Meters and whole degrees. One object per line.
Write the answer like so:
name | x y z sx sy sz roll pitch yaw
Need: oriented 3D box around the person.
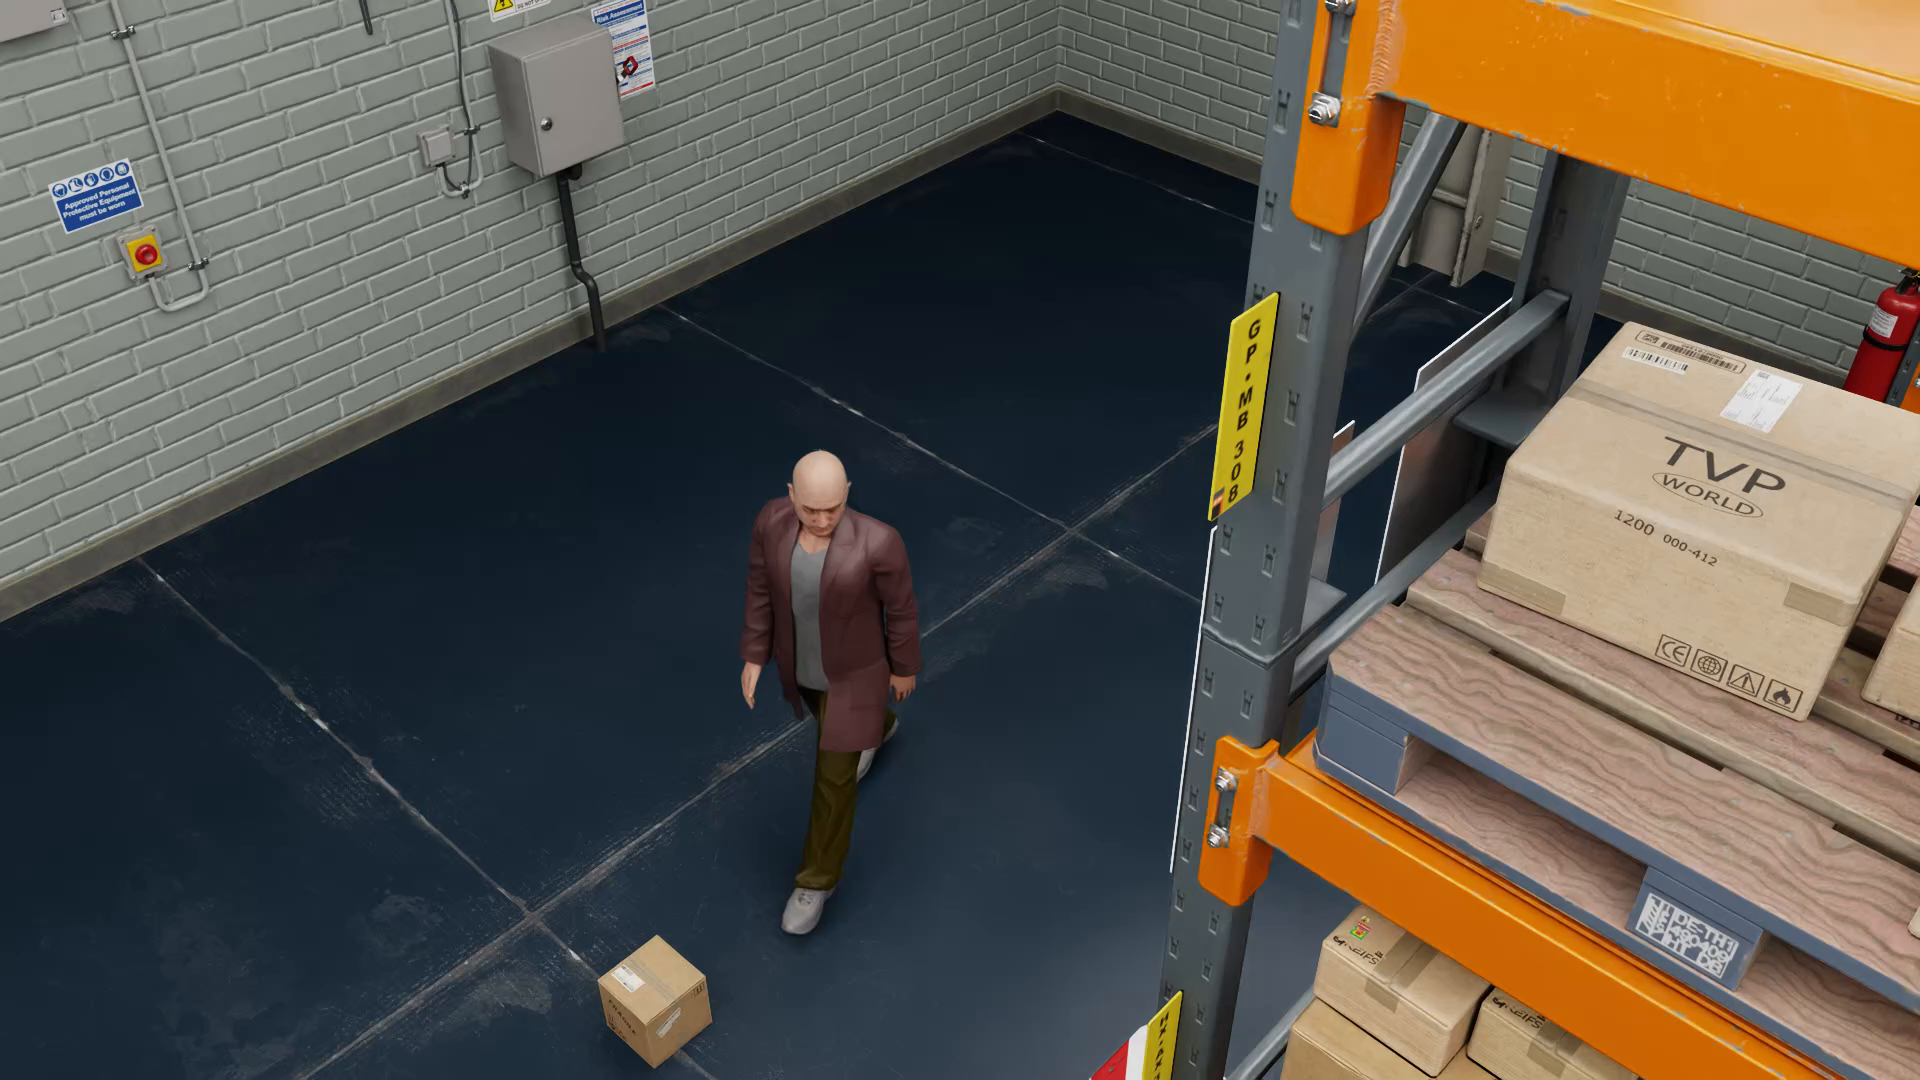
person | -0.447 0.417 5.657 0.601 1.742 1.081 18 42 21
